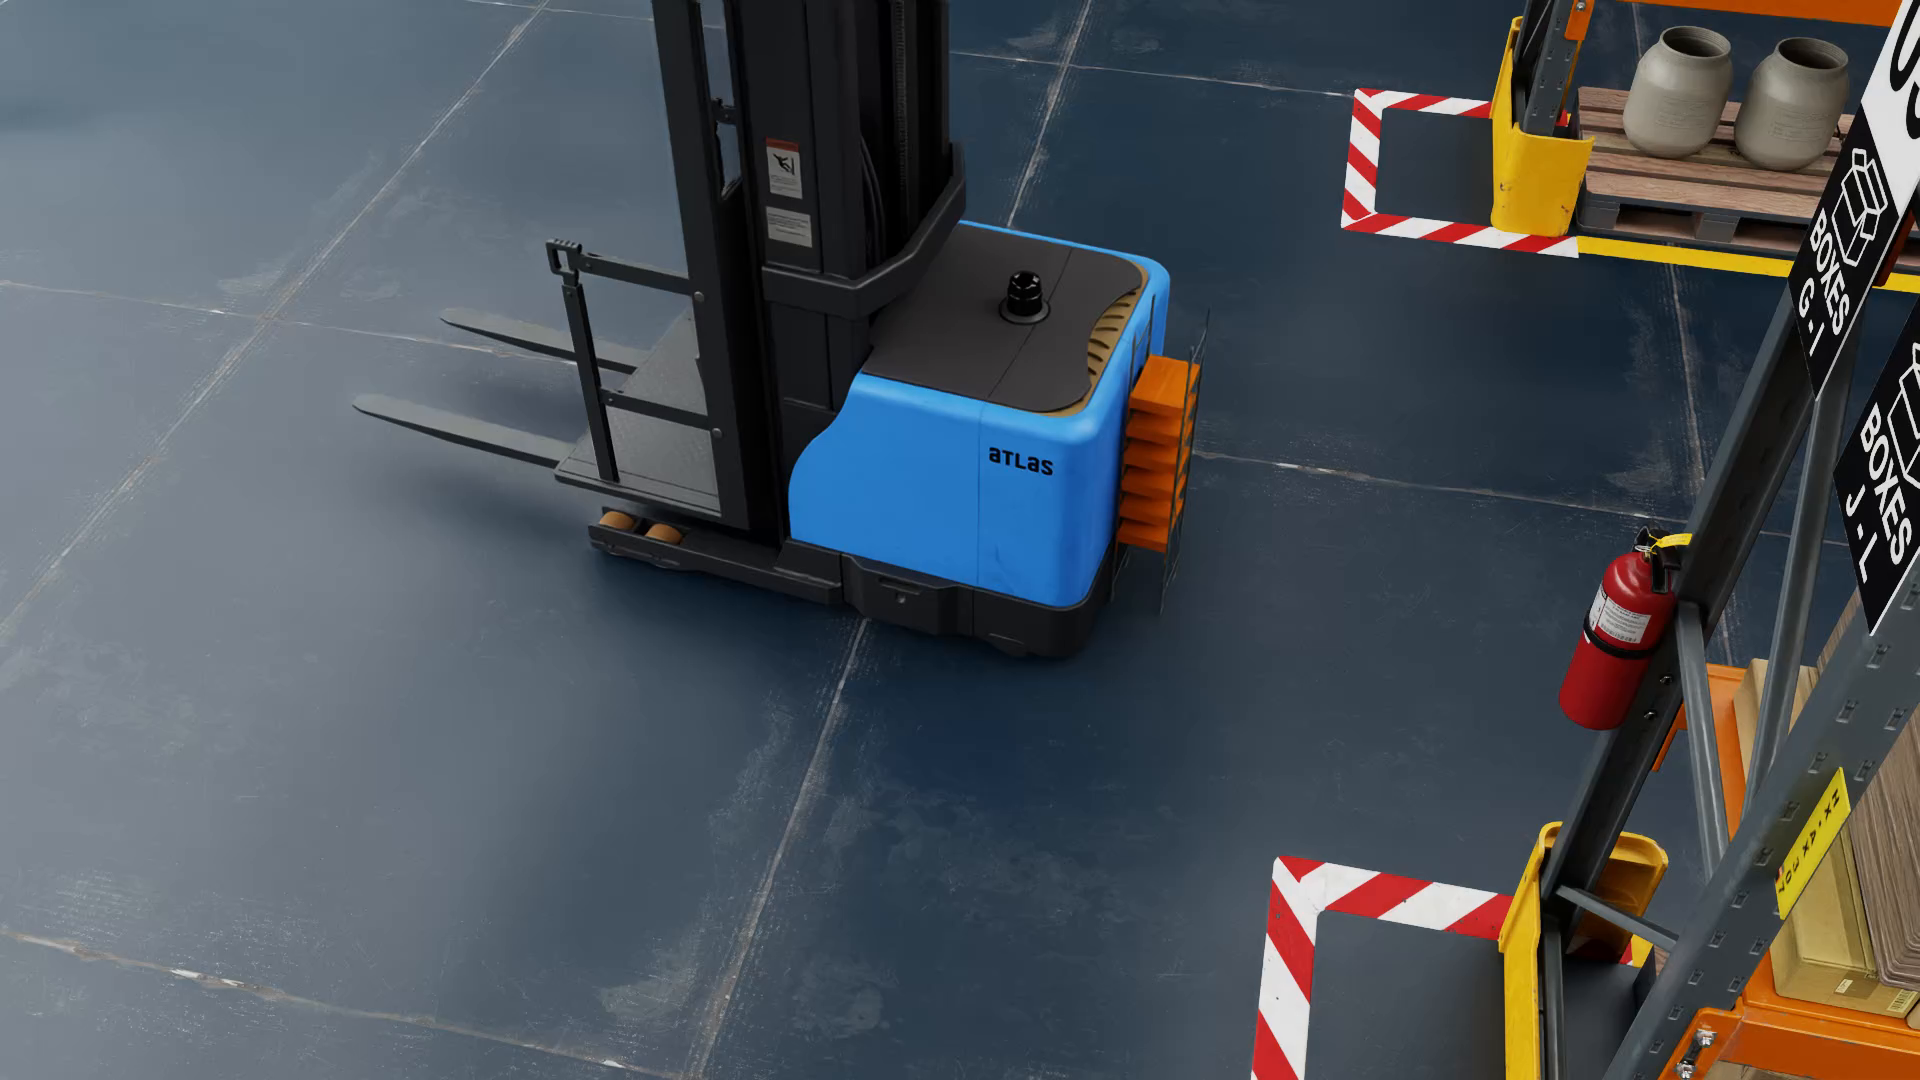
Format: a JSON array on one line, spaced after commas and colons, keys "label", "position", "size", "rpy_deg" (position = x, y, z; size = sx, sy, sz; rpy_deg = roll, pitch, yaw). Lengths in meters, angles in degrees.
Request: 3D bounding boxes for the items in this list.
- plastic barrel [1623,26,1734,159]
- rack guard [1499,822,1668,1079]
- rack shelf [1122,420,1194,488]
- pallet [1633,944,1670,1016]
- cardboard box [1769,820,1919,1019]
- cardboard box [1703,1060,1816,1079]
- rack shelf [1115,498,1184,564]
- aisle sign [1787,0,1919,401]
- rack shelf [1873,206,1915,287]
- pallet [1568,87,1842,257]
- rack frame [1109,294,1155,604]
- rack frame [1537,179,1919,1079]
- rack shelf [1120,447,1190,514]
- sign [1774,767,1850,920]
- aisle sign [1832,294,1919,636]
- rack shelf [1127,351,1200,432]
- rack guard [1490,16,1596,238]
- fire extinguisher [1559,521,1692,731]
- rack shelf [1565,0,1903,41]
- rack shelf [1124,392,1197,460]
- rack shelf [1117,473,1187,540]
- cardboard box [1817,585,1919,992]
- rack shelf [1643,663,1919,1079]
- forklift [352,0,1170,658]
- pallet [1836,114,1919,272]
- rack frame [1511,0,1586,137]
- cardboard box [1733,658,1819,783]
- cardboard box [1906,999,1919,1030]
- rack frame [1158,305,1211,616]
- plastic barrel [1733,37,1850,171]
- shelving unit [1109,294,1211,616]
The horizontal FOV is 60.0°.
[{"label": "plastic barrel", "position": [3.347, -2.082, 7.741], "size": [0.421, 0.512, 0.421], "rpy_deg": [0, 44, 0]}, {"label": "rack guard", "position": [1.680, 1.389, 4.446], "size": [0.348, 0.500, 1.175], "rpy_deg": [9, 45, 9]}, {"label": "rack shelf", "position": [0.670, -0.313, 5.601], "size": [0.180, 0.103, 0.258], "rpy_deg": [14, 46, 14]}, {"label": "pallet", "position": [2.465, 1.640, 4.393], "size": [1.213, 0.211, 1.003], "rpy_deg": [9, 45, 9]}, {"label": "cardboard box", "position": [1.832, 0.772, 3.466], "size": [0.250, 0.149, 0.380], "rpy_deg": [9, 45, 9]}, {"label": "cardboard box", "position": [2.212, 1.333, 4.202], "size": [0.500, 0.500, 0.500], "rpy_deg": [17, 46, 17]}, {"label": "rack shelf", "position": [0.670, -0.054, 5.851], "size": [0.180, 0.103, 0.258], "rpy_deg": [14, 46, 14]}, {"label": "aisle sign", "position": [1.611, -0.672, 2.910], "size": [0.004, 0.787, 0.394], "rpy_deg": [9, 45, 9]}, {"label": "rack shelf", "position": [3.558, -0.041, 2.486], "size": [4.000, 0.370, 1.077], "rpy_deg": [9, 45, 9]}, {"label": "pallet", "position": [3.564, -1.764, 7.930], "size": [1.213, 0.211, 1.003], "rpy_deg": [9, 45, 9]}, {"label": "rack frame", "position": [0.584, -0.280, 5.676], "size": [0.006, 1.200, 0.240], "rpy_deg": [14, 46, 14]}, {"label": "rack frame", "position": [1.606, 0.477, 3.591], "size": [0.127, 3.000, 1.000], "rpy_deg": [9, 45, 9]}, {"label": "rack shelf", "position": [0.670, -0.226, 5.684], "size": [0.180, 0.103, 0.258], "rpy_deg": [14, 46, 14]}, {"label": "sign", "position": [1.488, 0.533, 2.909], "size": [0.005, 0.325, 0.100], "rpy_deg": [9, 45, 9]}, {"label": "aisle sign", "position": [1.480, -0.266, 2.488], "size": [0.004, 0.787, 0.394], "rpy_deg": [9, 45, 9]}, {"label": "rack shelf", "position": [0.670, -0.486, 5.434], "size": [0.180, 0.103, 0.258], "rpy_deg": [14, 46, 14]}, {"label": "rack guard", "position": [2.772, -1.994, 7.961], "size": [0.348, 0.500, 1.175], "rpy_deg": [9, 45, 9]}, {"label": "fire extinguisher", "position": [1.595, 0.176, 3.960], "size": [0.183, 0.674, 0.296], "rpy_deg": [9, 45, 9]}, {"label": "rack shelf", "position": [4.639, -2.313, 7.008], "size": [4.000, 0.370, 1.077], "rpy_deg": [9, 45, 9]}, {"label": "rack shelf", "position": [0.670, -0.399, 5.518], "size": [0.180, 0.103, 0.258], "rpy_deg": [14, 46, 14]}, {"label": "rack shelf", "position": [0.670, -0.140, 5.767], "size": [0.180, 0.103, 0.258], "rpy_deg": [14, 46, 14]}, {"label": "cardboard box", "position": [2.137, 0.436, 3.347], "size": [0.500, 0.500, 0.875], "rpy_deg": [9, 45, 9]}, {"label": "rack shelf", "position": [3.558, 1.039, 3.526], "size": [4.000, 0.370, 1.077], "rpy_deg": [9, 45, 9]}, {"label": "forklift", "position": [-0.838, -1.279, 5.465], "size": [3.031, 2.935, 1.130], "rpy_deg": [14, 46, 14]}, {"label": "pallet", "position": [4.751, -1.577, 7.737], "size": [1.213, 0.211, 1.003], "rpy_deg": [9, 45, 9]}, {"label": "rack frame", "position": [2.688, -2.875, 7.073], "size": [0.127, 3.000, 1.000], "rpy_deg": [9, 45, 9]}, {"label": "cardboard box", "position": [1.929, 0.471, 3.778], "size": [0.250, 0.149, 0.380], "rpy_deg": [9, 45, 9]}, {"label": "cardboard box", "position": [2.072, 0.823, 3.413], "size": [0.250, 0.149, 0.380], "rpy_deg": [9, 45, 9]}, {"label": "rack frame", "position": [0.756, -0.237, 5.631], "size": [0.006, 1.200, 0.240], "rpy_deg": [14, 46, 14]}, {"label": "plastic barrel", "position": [3.836, -2.006, 7.662], "size": [0.421, 0.512, 0.421], "rpy_deg": [0, 44, 0]}, {"label": "shelving unit", "position": [0.670, -0.258, 5.653], "size": [0.189, 1.200, 0.258], "rpy_deg": [14, 46, 14]}]
